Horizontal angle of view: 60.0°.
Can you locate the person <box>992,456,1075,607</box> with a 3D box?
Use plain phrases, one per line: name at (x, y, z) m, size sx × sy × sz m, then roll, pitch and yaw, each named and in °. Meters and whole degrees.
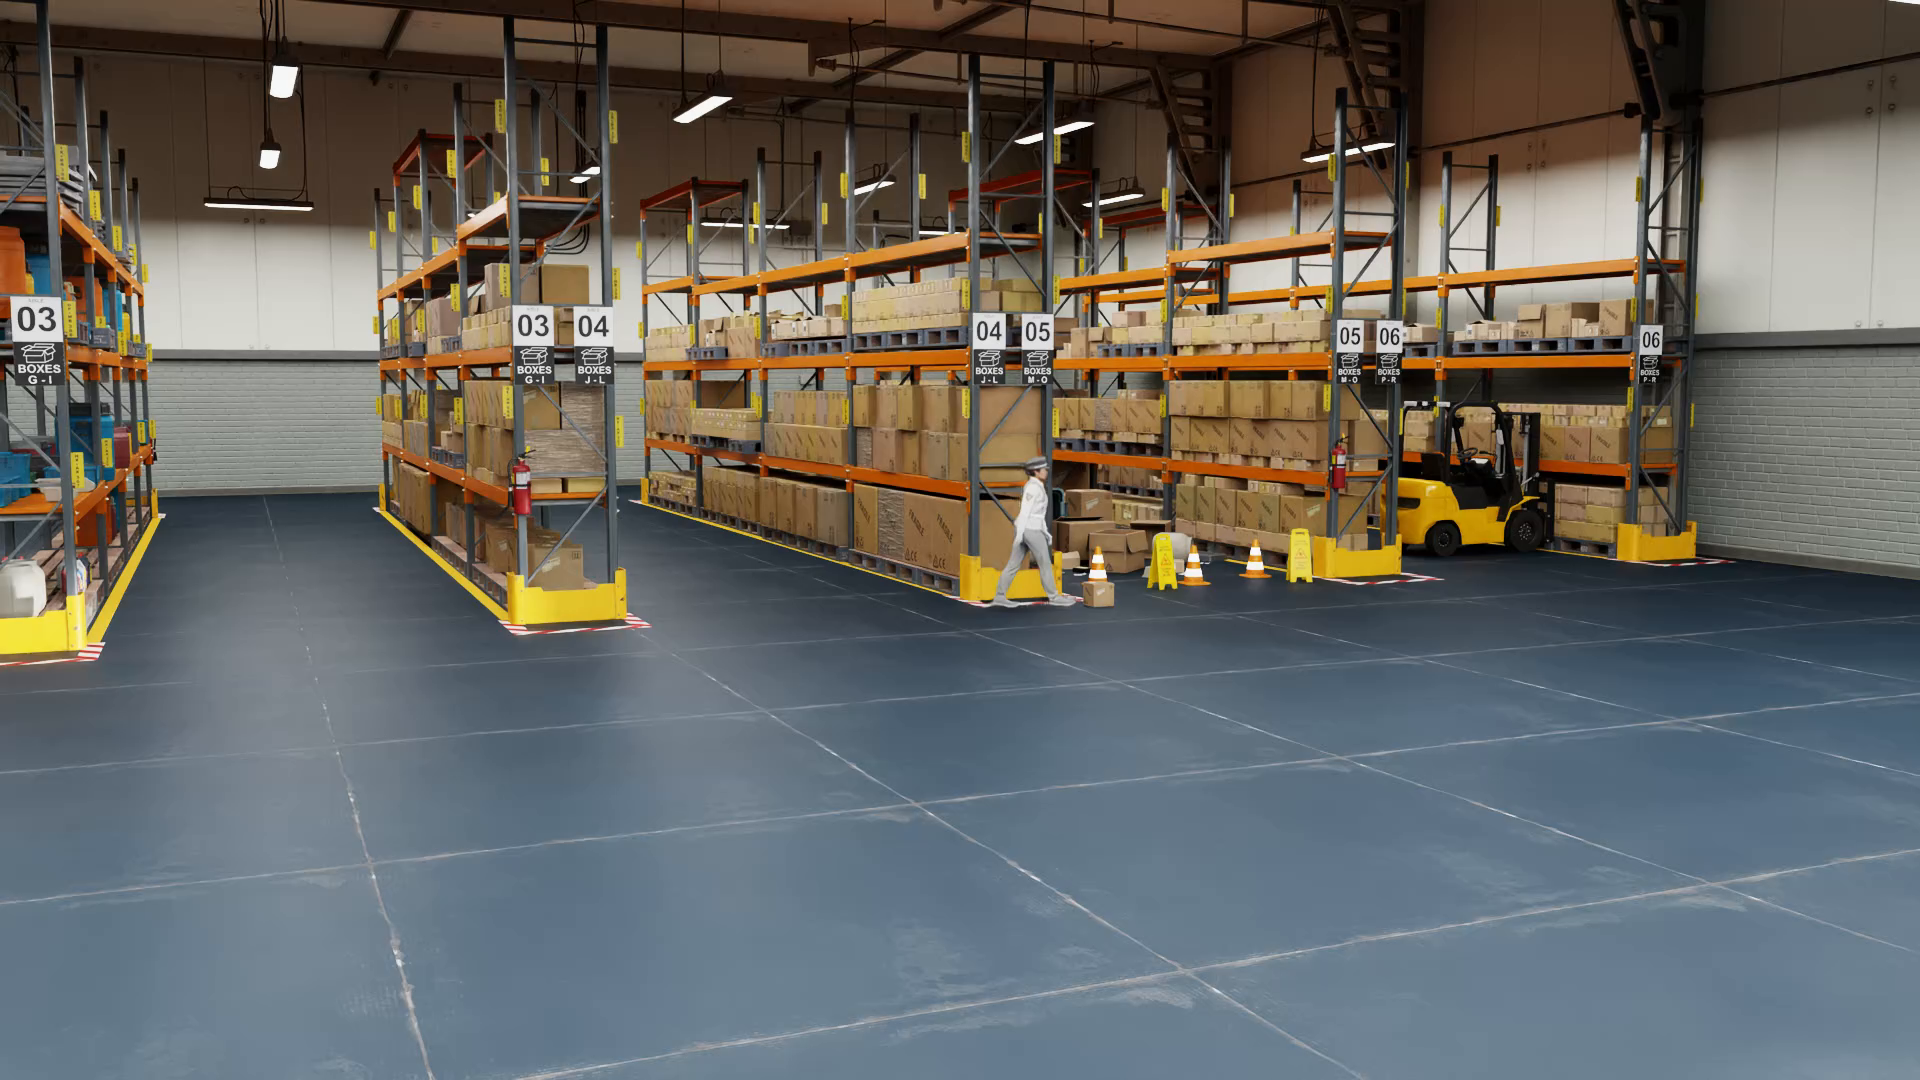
person at (0.784, -0.095, 17.869) m, size 0.925 × 1.616 × 0.447 m, roll -2°, pitch 6°, yaw -15°
